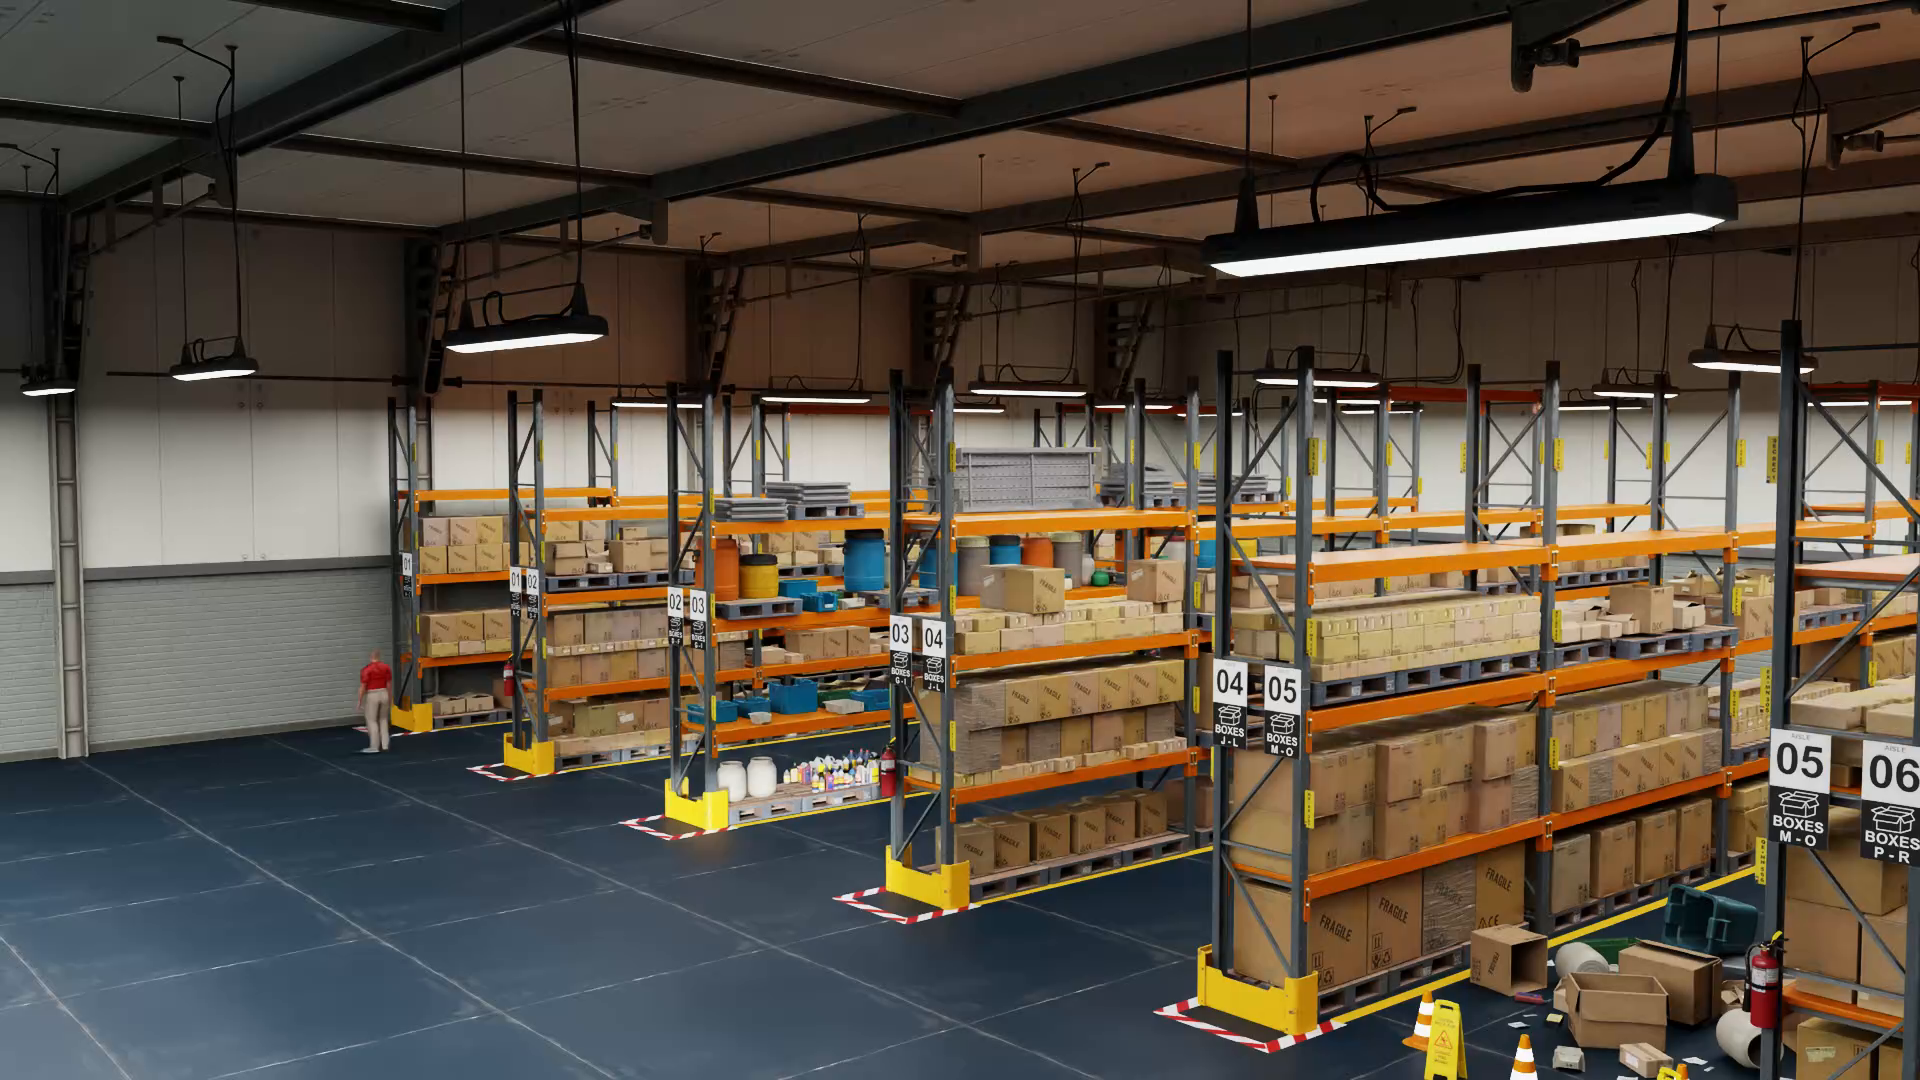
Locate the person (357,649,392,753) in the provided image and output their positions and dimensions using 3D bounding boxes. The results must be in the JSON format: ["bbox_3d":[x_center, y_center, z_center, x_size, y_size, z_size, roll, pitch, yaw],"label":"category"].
[{"bbox_3d":[-9.763,2.696,27.734,0.404,1.771,0.665,2,4,34],"label":"person"}]

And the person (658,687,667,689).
[{"bbox_3d":[-5.499,2.505,31.145,0.636,1.848,0.395,-3,4,-38],"label":"person"}]
